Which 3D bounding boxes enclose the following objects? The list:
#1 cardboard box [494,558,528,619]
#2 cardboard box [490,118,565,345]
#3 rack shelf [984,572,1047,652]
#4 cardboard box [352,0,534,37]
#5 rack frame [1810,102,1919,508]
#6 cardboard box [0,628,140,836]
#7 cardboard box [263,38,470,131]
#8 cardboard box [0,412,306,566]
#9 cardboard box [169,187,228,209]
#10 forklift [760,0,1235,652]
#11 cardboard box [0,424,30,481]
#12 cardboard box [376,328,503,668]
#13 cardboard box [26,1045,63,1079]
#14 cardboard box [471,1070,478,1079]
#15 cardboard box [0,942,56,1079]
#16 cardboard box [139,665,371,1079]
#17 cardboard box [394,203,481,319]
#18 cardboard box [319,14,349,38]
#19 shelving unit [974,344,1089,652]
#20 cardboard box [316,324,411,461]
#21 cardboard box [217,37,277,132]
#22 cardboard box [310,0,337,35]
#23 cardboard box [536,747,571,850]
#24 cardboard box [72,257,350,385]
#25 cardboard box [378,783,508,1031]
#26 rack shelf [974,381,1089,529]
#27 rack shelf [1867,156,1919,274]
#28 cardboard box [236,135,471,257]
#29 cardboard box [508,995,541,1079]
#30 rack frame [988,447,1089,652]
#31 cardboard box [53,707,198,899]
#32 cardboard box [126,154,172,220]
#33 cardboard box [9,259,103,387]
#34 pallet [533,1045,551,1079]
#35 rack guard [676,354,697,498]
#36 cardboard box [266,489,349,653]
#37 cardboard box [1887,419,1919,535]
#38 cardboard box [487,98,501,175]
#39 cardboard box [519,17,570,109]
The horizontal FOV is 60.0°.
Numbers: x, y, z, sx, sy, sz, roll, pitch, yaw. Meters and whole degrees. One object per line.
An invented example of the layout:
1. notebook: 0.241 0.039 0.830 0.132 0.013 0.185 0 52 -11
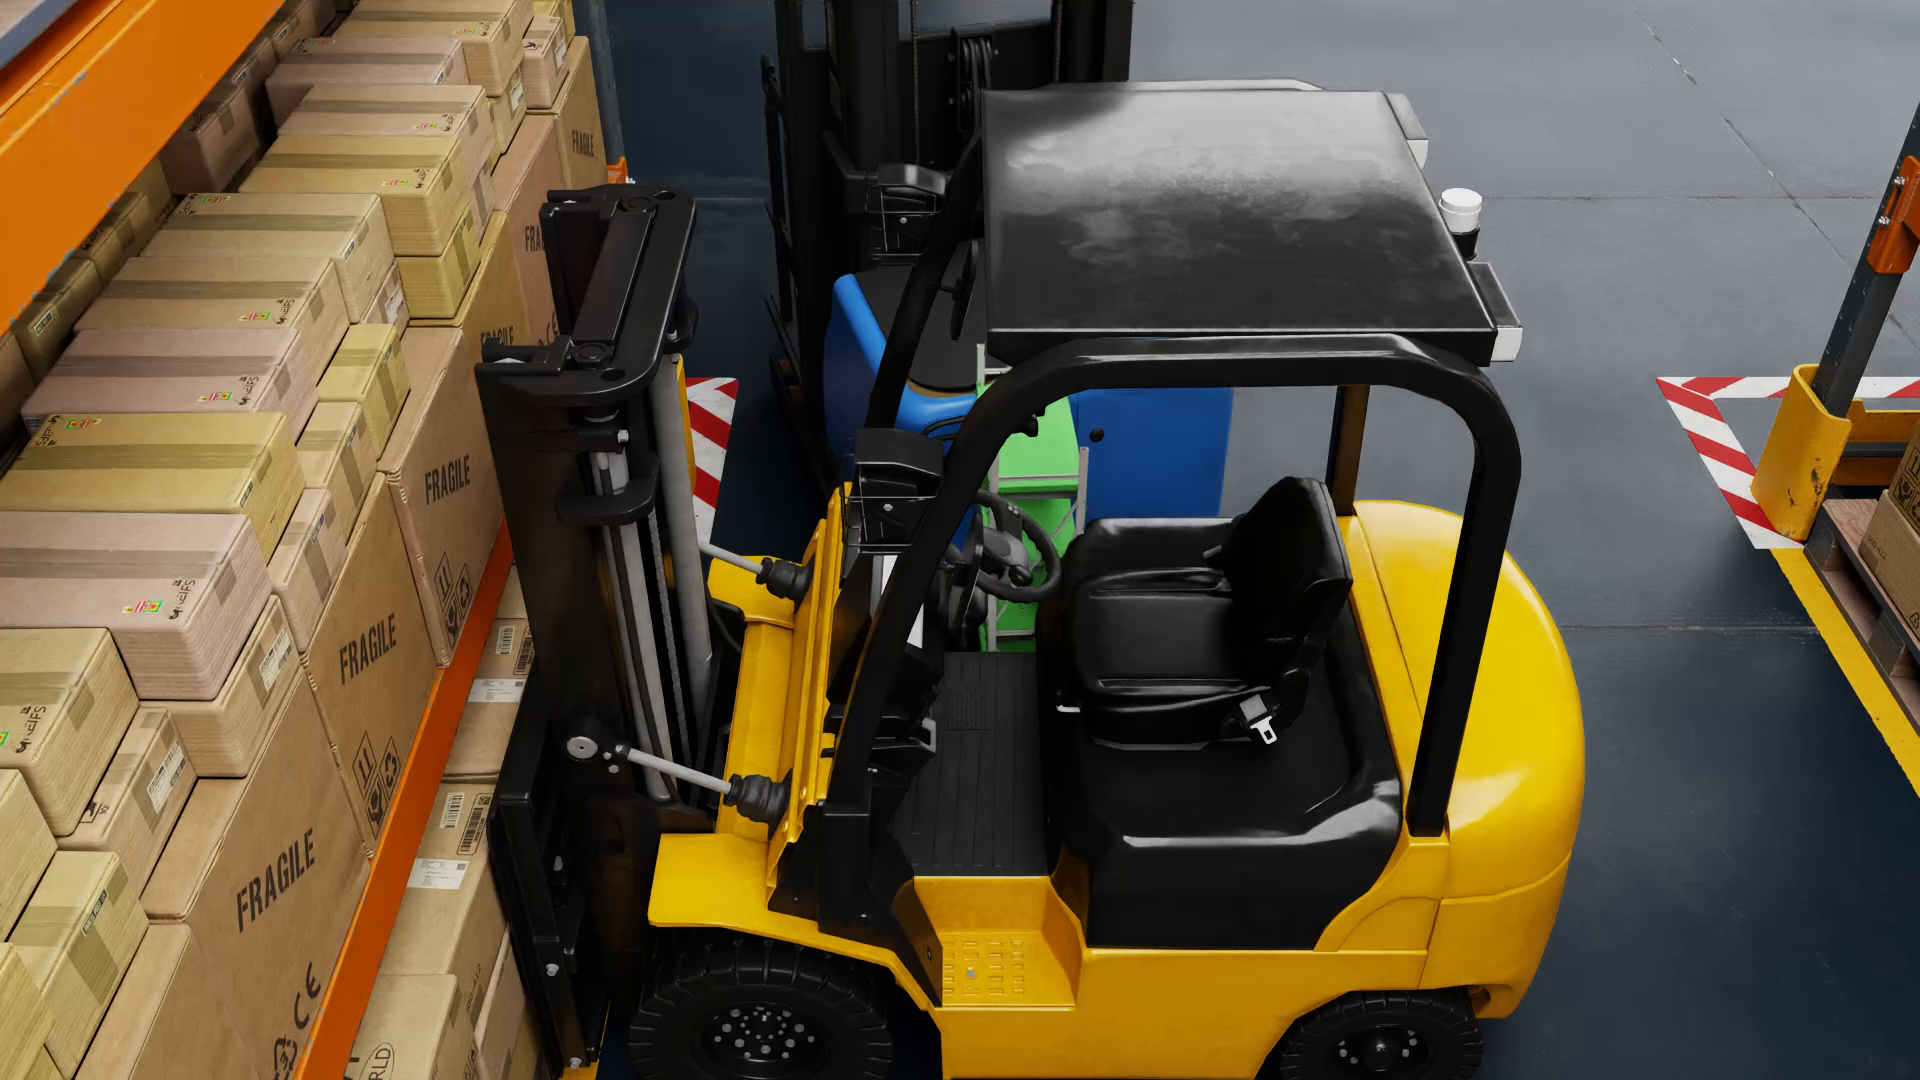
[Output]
1. cardboard box: -1.211 0.124 4.260 0.500 0.250 0.500 0 39 1
2. cardboard box: -1.286 -0.725 4.176 0.500 0.500 0.500 1 39 1
3. rack shelf: 0.180 0.145 4.683 0.258 0.148 0.480 -2 39 -3
4. cardboard box: -1.298 -1.348 4.197 0.380 0.149 0.250 0 39 0
5. rack frame: 3.423 -1.324 5.003 1.000 3.000 0.127 0 39 0
6. cardboard box: -1.340 0.253 2.199 0.380 0.149 0.250 -1 39 -1
7. cardboard box: -1.345 -1.028 3.798 0.380 0.149 0.250 0 39 0
8. cardboard box: -1.265 -0.070 2.603 0.380 0.149 0.250 -1 39 -1
9. cardboard box: -1.873 -0.761 3.703 0.380 0.149 0.250 0 39 0
10. forklift: -0.097 -1.624 5.433 1.130 2.935 3.031 -10 40 -13
11. cardboard box: -1.799 -0.116 2.898 0.380 0.149 0.250 0 39 -1
12. cardboard box: -1.274 -0.090 3.384 0.500 0.500 0.500 0 39 0
13. cardboard box: -1.273 0.692 1.889 0.380 0.149 0.250 -1 39 -1
14. cardboard box: -1.231 1.280 3.217 0.500 0.250 0.500 0 39 0
15. cardboard box: -1.240 0.576 1.796 0.380 0.149 0.250 1 39 1
16. cardboard box: -1.293 0.541 2.596 0.500 0.500 0.500 1 39 1
17. cardboard box: -1.234 -0.591 3.490 0.380 0.149 0.250 0 39 0
18. cardboard box: -1.736 -1.243 4.304 0.380 0.149 0.250 0 39 0
19. shelving unit: 0.180 0.095 4.643 0.258 1.200 0.503 -2 39 -3
20. cardboard box: -1.255 -0.275 3.096 0.380 0.149 0.250 -1 39 -1
21. cardboard box: -1.788 -1.032 3.803 0.380 0.149 0.250 0 39 0
22. cardboard box: -1.816 -1.349 4.199 0.380 0.149 0.250 1 39 1
23. cardboard box: -1.219 0.650 4.004 0.500 0.250 0.500 0 39 0
24. cardboard box: -1.339 -0.385 2.996 0.380 0.149 0.250 0 39 0
25. cardboard box: -1.225 0.769 3.455 0.500 0.250 0.500 1 39 1
26. rack shelf: 0.181 -0.229 4.382 0.258 0.148 0.480 -2 39 -3
27. rack shelf: 3.425 0.208 3.667 1.077 0.370 4.000 0 39 0
28. cardboard box: -1.228 -0.704 3.393 0.380 0.149 0.250 1 39 1
29. cardboard box: -1.238 1.151 3.778 0.500 0.250 0.500 1 39 1
30. rack frame: 0.195 0.248 4.453 0.240 1.200 0.015 -2 39 -3
31. cardboard box: -1.303 0.367 2.294 0.380 0.149 0.250 0 39 0
32. cardboard box: -1.860 -0.703 3.392 0.380 0.149 0.250 -1 39 -1
33. cardboard box: -1.777 -0.383 2.993 0.380 0.149 0.250 1 39 1
34. pallet: -1.499 1.010 4.321 1.003 0.211 1.213 0 39 0
35. rack guard: -1.541 -0.357 5.796 1.175 0.500 0.348 0 39 0
36. cardboard box: -1.228 0.049 2.692 0.380 0.149 0.250 0 39 -1
37. cardboard box: 3.148 -0.188 4.849 0.500 0.500 0.500 -1 39 -2
38. cardboard box: -1.302 -0.916 3.896 0.380 0.149 0.250 0 39 0
39. cardboard box: -1.230 -1.233 4.292 0.380 0.149 0.250 1 39 1
